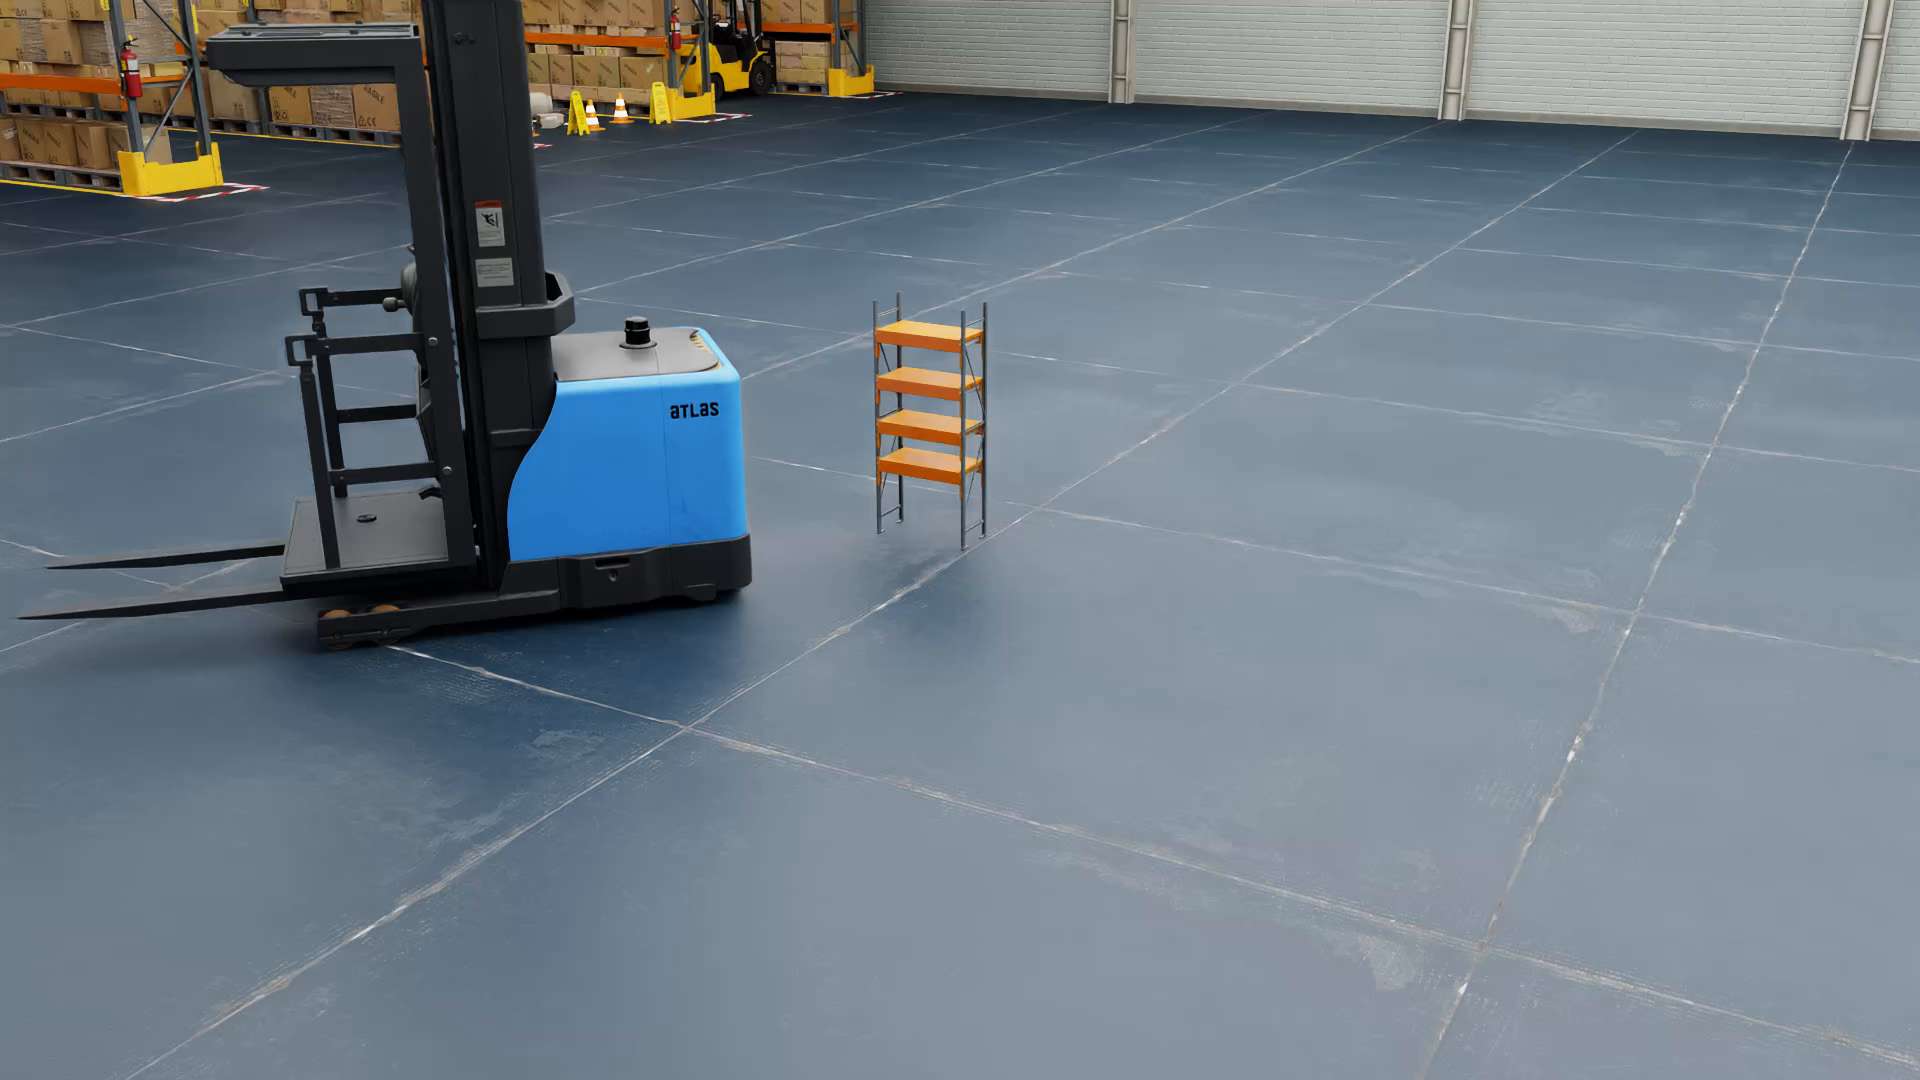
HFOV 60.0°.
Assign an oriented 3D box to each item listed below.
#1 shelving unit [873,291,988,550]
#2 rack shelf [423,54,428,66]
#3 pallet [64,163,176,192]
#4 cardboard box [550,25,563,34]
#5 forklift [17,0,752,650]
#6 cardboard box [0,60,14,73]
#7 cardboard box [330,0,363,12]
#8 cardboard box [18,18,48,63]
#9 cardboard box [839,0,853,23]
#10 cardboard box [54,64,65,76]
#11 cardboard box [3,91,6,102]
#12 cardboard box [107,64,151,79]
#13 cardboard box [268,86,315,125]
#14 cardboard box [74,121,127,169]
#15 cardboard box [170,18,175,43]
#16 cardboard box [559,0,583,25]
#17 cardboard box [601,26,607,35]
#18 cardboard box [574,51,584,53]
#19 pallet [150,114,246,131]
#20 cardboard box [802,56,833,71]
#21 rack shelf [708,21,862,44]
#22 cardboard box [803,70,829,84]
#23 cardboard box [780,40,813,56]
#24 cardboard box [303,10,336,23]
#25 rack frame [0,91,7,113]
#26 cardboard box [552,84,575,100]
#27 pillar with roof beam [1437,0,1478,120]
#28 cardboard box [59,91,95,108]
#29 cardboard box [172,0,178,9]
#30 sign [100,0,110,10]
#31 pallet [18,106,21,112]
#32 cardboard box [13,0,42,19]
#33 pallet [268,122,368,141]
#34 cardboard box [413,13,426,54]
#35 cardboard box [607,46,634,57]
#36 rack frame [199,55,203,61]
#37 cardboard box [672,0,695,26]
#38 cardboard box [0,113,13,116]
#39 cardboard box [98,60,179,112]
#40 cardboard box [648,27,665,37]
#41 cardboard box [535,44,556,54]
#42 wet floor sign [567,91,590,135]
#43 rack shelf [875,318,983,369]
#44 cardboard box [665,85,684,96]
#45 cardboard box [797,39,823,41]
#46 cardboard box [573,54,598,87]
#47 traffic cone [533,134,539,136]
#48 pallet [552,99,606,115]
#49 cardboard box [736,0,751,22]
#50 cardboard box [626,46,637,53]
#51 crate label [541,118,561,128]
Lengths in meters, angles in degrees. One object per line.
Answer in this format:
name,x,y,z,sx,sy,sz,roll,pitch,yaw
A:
shelving unit,-0.145,-0.592,8.236,0.503,1.200,0.258,11,23,27
rack shelf,-8.604,-7.064,24.495,4.000,0.370,1.077,11,23,27
pallet,-10.124,-4.457,20.342,1.213,0.211,1.003,11,23,27
cardboard box,-6.794,-8.743,28.439,0.250,0.149,0.380,11,23,28
forklift,-2.530,-1.112,7.133,3.031,2.935,1.130,-6,21,-16
cardboard box,-11.501,-5.786,20.285,0.250,0.149,0.380,11,23,27
cardboard box,-8.637,-7.968,24.128,0.500,0.550,0.875,11,23,27
cardboard box,-10.743,-6.040,20.033,0.500,0.500,0.875,11,23,27
cardboard box,-2.412,-10.250,32.077,0.500,0.500,0.500,12,23,29
cardboard box,-10.585,-5.646,19.898,0.250,0.149,0.380,11,23,27
cardboard box,-16.356,-7.798,28.513,0.500,0.500,0.500,12,23,30
cardboard box,-9.715,-5.477,19.435,0.250,0.149,0.380,11,23,27
cardboard box,-9.836,-6.808,25.234,0.875,0.875,0.875,11,23,28
cardboard box,-10.441,-4.830,20.331,0.500,0.500,0.500,18,27,41
cardboard box,-12.263,-8.041,25.986,0.500,0.500,0.500,11,22,27
cardboard box,-6.444,-9.014,28.232,0.500,0.500,0.500,11,23,28
cardboard box,-5.847,-8.617,28.089,0.250,0.149,0.380,11,23,28
cardboard box,-6.486,-8.295,29.151,0.500,0.500,0.500,12,23,30
pallet,-12.130,-6.732,26.615,1.213,0.211,1.003,11,23,27
cardboard box,-2.693,-9.166,31.918,0.500,0.250,0.500,10,22,27
rack shelf,-3.861,-10.033,32.679,4.000,0.370,1.077,11,23,27
cardboard box,-2.679,-8.927,31.993,0.500,0.250,0.500,11,23,28
cardboard box,-3.118,-9.480,32.050,0.500,0.250,0.500,11,23,28
cardboard box,-9.117,-7.538,24.526,0.550,0.550,0.875,11,23,27
rack frame,-12.858,-6.275,21.265,0.127,3.000,1.000,11,23,27
cardboard box,-6.705,-7.778,28.826,0.500,0.250,0.500,10,22,27
pillar with roof beam,6.093,-9.965,22.640,0.400,9.000,9.100,11,23,27
cardboard box,-14.545,-7.454,27.564,0.500,0.500,0.500,11,23,27
cardboard box,-12.118,-8.586,26.023,0.500,0.500,0.700,11,22,27
sign,-9.654,-6.141,18.733,0.005,0.325,0.100,11,23,27
pallet,-16.654,-7.625,29.076,1.213,0.211,1.003,11,23,27
cardboard box,-10.841,-6.450,19.698,0.500,0.500,0.500,11,23,27
pallet,-9.725,-6.274,25.351,1.213,0.211,1.003,11,23,27
cardboard box,-7.205,-7.188,23.562,0.550,0.550,0.875,11,23,27
cardboard box,-5.712,-8.219,27.989,0.250,0.149,0.380,12,23,29
rack frame,-15.009,-10.555,33.065,0.127,3.000,1.000,11,23,27
cardboard box,-4.811,-8.908,27.941,0.500,0.500,0.500,10,22,26
cardboard box,-12.528,-5.219,21.403,0.500,0.500,0.500,10,22,26
cardboard box,-13.355,-7.412,27.082,0.750,0.750,1.050,10,22,27
cardboard box,-4.963,-8.440,27.602,0.250,0.149,0.380,12,23,29
cardboard box,-7.112,-8.485,28.724,0.250,0.149,0.380,12,23,29
wet floor sign,-5.868,-6.547,25.468,0.232,0.644,0.267,7,21,18
rack shelf,-0.145,-0.961,8.102,0.480,0.148,0.258,11,23,27
cardboard box,-5.102,-7.681,28.558,0.500,0.250,0.500,11,22,27
cardboard box,-2.880,-9.631,32.468,0.500,0.250,0.500,11,23,27
cardboard box,-6.254,-8.045,28.460,0.500,0.500,0.500,10,22,26
traffic cone,-6.630,-6.388,25.296,0.334,0.463,0.336,11,23,27
pallet,-6.352,-7.610,29.036,1.213,0.211,1.003,11,23,27
cardboard box,-4.013,-10.343,32.334,0.500,0.500,0.500,11,23,28
cardboard box,-6.742,-9.999,34.398,0.625,0.625,0.875,11,22,27
crate label,-6.498,-6.627,26.433,0.298,0.136,0.250,0,20,-1
